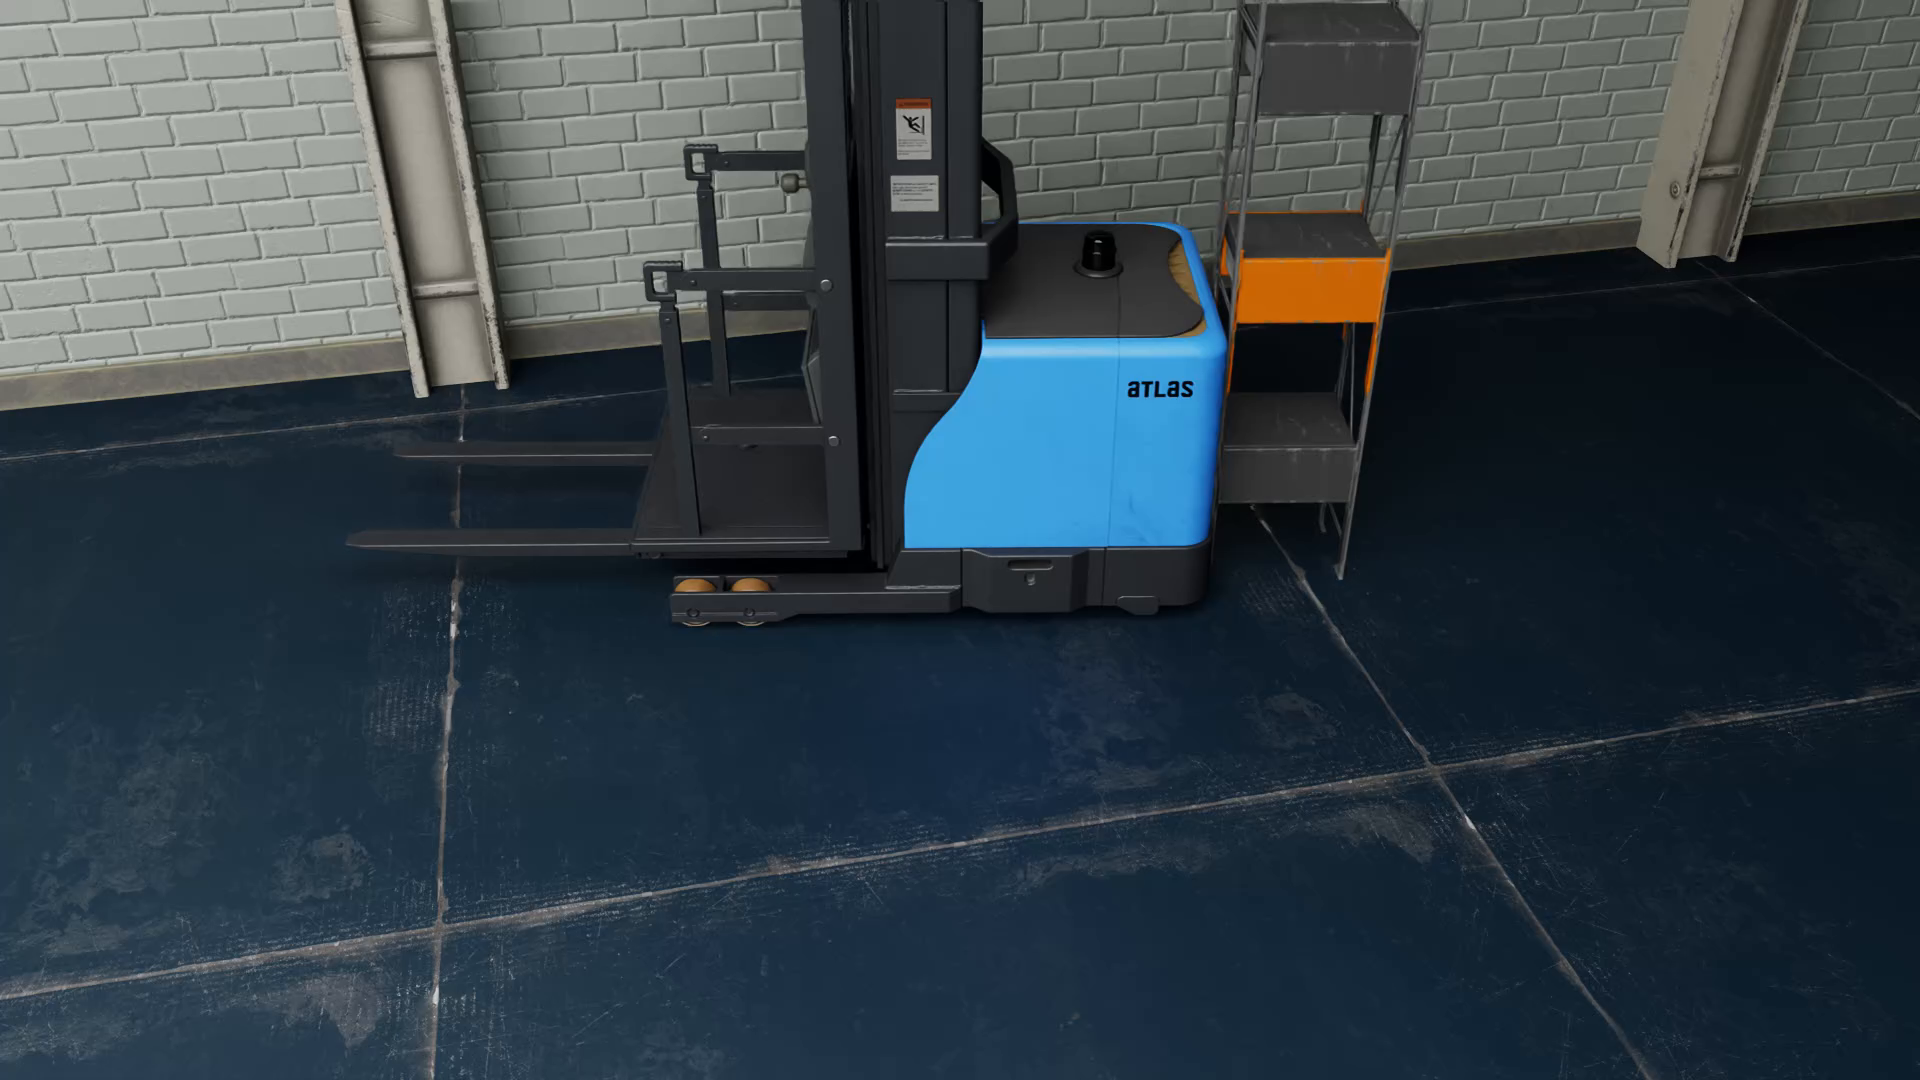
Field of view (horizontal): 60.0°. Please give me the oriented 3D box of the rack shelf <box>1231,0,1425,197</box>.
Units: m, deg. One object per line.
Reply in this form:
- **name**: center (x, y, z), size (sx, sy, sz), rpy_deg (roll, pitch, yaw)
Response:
- **rack shelf**: center (1.134, -1.403, 5.225), size (0.480, 0.518, 0.431), rpy_deg (0, 34, -1)

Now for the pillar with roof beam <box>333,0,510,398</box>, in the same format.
- **pillar with roof beam**: center (-1.236, -2.117, 1.329), size (0.400, 9.000, 9.100), rpy_deg (-7, 35, -11)

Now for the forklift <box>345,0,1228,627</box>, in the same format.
- **forklift**: center (-0.647, -1.213, 5.427), size (3.031, 2.935, 1.130), rpy_deg (0, 34, -1)

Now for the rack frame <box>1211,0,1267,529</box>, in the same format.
- **rack frame**: center (0.890, -0.832, 5.605), size (0.015, 2.100, 0.400), rpy_deg (0, 34, -1)

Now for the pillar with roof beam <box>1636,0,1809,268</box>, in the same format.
- **pillar with roof beam**: center (4.617, -2.855, 2.428), size (0.400, 9.000, 9.100), rpy_deg (-7, 35, -11)

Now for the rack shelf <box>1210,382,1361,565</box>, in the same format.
- **rack shelf**: center (1.134, -0.241, 6.005), size (0.480, 0.518, 0.431), rpy_deg (0, 34, -1)

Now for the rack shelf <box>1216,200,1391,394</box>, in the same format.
- **rack shelf**: center (1.134, -0.822, 5.615), size (0.480, 0.518, 0.431), rpy_deg (0, 34, -1)

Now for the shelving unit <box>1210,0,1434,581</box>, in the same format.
- **shelving unit**: center (1.134, -0.833, 5.608), size (0.503, 2.100, 0.431), rpy_deg (0, 34, -1)

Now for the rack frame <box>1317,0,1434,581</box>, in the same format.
- **rack frame**: center (1.378, -0.835, 5.610), size (0.015, 2.100, 0.400), rpy_deg (0, 34, -1)
